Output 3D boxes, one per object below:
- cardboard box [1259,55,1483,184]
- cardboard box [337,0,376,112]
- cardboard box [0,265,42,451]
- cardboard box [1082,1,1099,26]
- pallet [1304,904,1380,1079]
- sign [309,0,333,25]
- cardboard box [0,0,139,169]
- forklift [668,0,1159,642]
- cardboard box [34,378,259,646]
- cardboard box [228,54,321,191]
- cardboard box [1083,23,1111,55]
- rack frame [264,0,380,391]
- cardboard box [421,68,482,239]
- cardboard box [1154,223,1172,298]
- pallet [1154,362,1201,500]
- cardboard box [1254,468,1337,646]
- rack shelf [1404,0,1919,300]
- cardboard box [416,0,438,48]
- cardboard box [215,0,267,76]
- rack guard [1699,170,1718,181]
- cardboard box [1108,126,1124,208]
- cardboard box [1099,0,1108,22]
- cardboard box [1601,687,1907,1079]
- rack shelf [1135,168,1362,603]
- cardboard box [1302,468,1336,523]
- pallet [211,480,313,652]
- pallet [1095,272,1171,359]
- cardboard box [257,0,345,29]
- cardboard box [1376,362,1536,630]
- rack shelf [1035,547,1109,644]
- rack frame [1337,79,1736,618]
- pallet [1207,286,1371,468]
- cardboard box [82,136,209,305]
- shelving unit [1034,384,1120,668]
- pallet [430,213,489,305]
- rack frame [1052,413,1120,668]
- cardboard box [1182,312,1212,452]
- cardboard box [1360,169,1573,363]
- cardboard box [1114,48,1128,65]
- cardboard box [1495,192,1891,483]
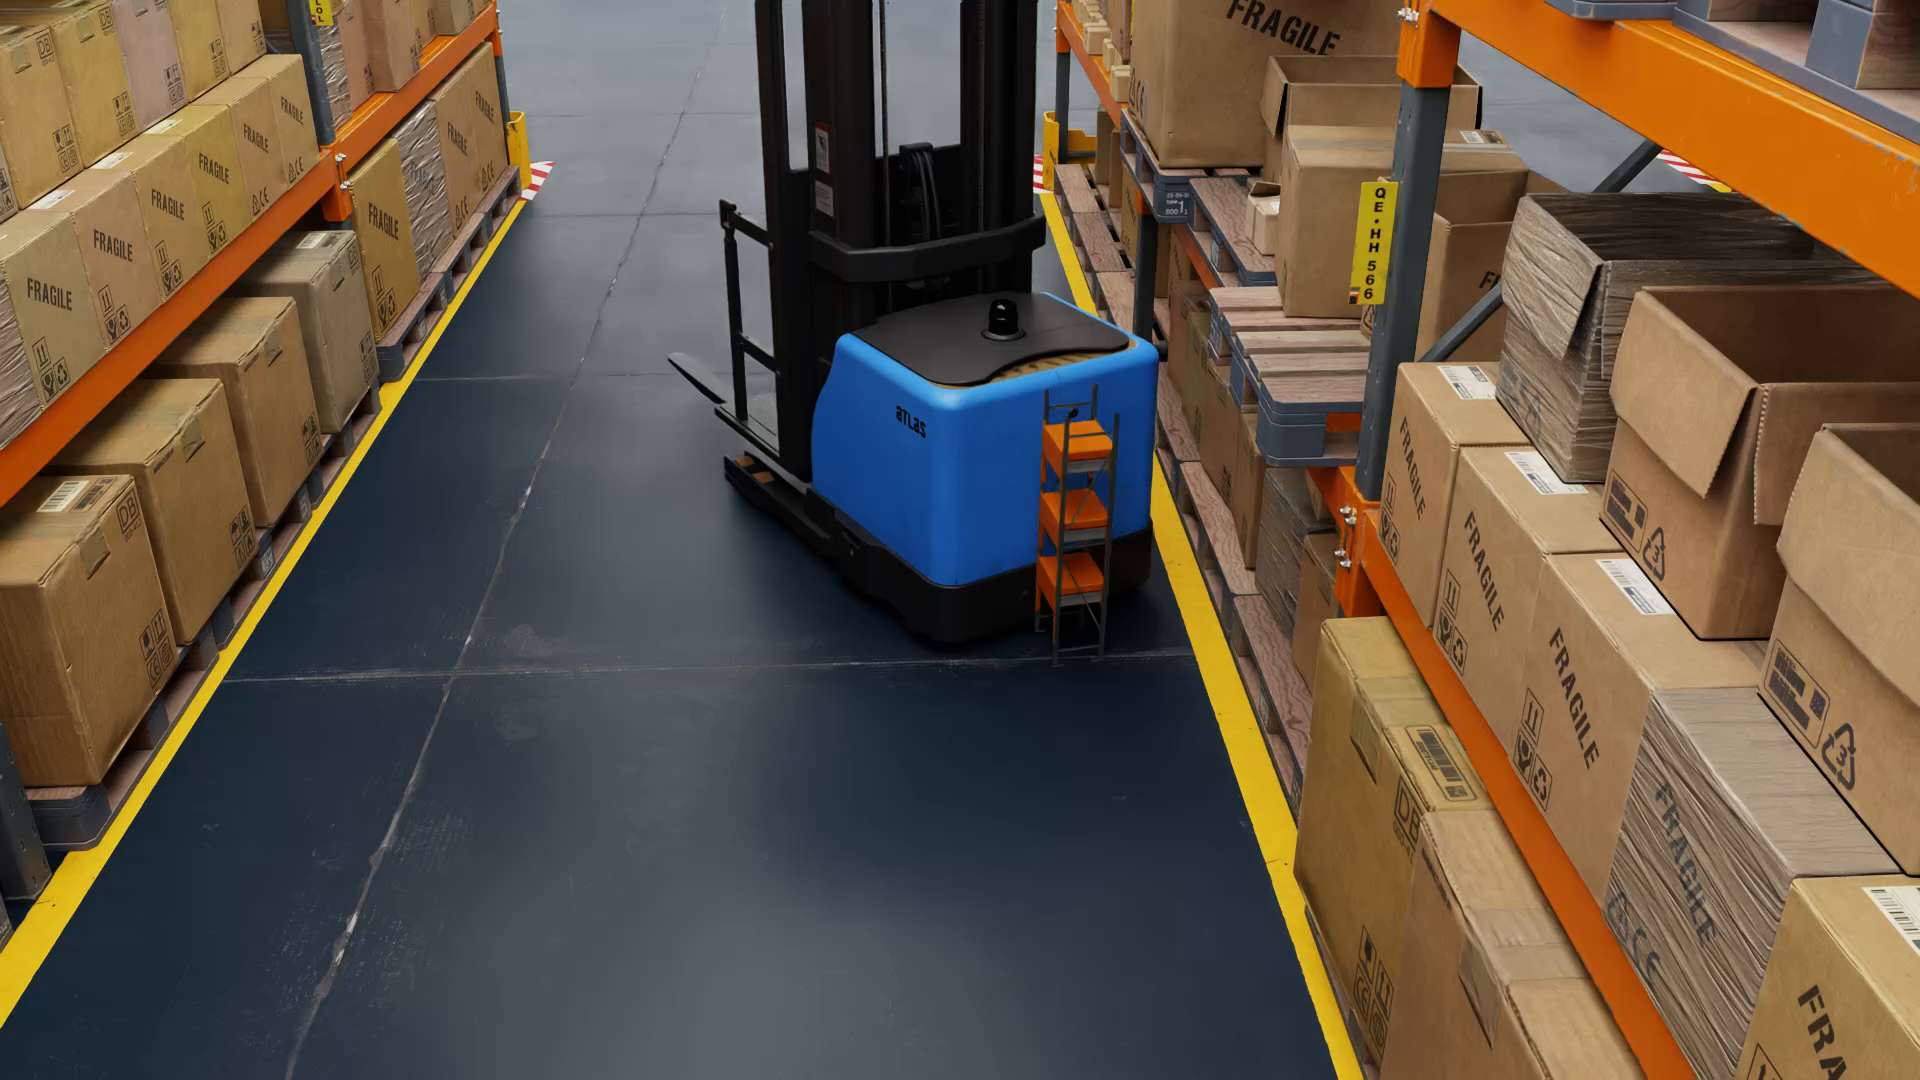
[{"bbox_3d":[1.589,-1.586,6.482,0.797,0.503,0.637,1,28,3],"label":"cardboard box"},{"bbox_3d":[-3.635,-2.570,8.771,0.875,0.550,0.550,-1,28,-3],"label":"cardboard box"},{"bbox_3d":[-3.097,-0.490,4.838,0.500,0.500,0.500,-1,28,-2],"label":"cardboard box"},{"bbox_3d":[1.000,-3.404,10.805,0.380,0.149,0.250,-1,28,-3],"label":"cardboard box"},{"bbox_3d":[1.581,1.297,4.535,1.003,0.211,1.213,-1,28,-3],"label":"pallet"},{"bbox_3d":[-3.011,-2.575,7.778,0.100,0.325,0.005,-1,28,-3],"label":"sign"},{"bbox_3d":[-3.441,-1.634,5.950,0.700,0.500,0.500,-2,28,-3],"label":"cardboard box"},{"bbox_3d":[-0.427,-1.547,7.047,1.130,2.935,3.031,-16,32,-28],"label":"forklift"},{"bbox_3d":[-3.334,-0.108,6.192,1.050,0.750,0.750,-1,28,-2],"label":"cardboard box"},{"bbox_3d":[-3.258,-1.889,7.521,0.500,0.500,0.500,-2,28,-3],"label":"cardboard box"},{"bbox_3d":[0.956,-3.056,10.137,0.380,0.149,0.250,-1,28,-3],"label":"cardboard box"},{"bbox_3d":[-3.552,-2.079,7.993,1.000,3.000,0.127,-1,28,-3],"label":"rack frame"},{"bbox_3d":[-3.612,-2.453,10.553,0.875,0.875,0.875,-2,28,-3],"label":"cardboard box"},{"bbox_3d":[1.388,-1.680,9.477,0.500,0.500,0.500,7,28,14],"label":"cardboard box"},{"bbox_3d":[1.448,-0.557,8.089,1.003,0.211,1.213,-1,28,-3],"label":"pallet"},{"bbox_3d":[1.518,0.043,6.151,0.700,0.500,0.500,-4,28,-7],"label":"cardboard box"},{"bbox_3d":[1.719,-0.393,2.294,1.077,0.370,4.000,-1,28,-3],"label":"rack shelf"},{"bbox_3d":[-3.742,-3.308,10.186,0.875,0.550,0.550,-1,28,-3],"label":"cardboard box"},{"bbox_3d":[-3.521,-2.338,7.300,0.700,0.500,0.500,-2,28,-4],"label":"cardboard box"},{"bbox_3d":[6.194,-2.977,12.418,1.175,0.500,0.348,-1,28,-3],"label":"rack guard"},{"bbox_3d":[1.279,-2.514,11.075,0.500,0.500,0.500,6,28,11],"label":"cardboard box"},{"bbox_3d":[1.327,-3.461,10.213,0.875,0.500,0.500,-1,28,-3],"label":"cardboard box"},{"bbox_3d":[1.452,0.587,2.773,0.500,0.500,0.500,-1,28,-2],"label":"cardboard box"},{"bbox_3d":[1.511,-0.910,6.529,1.077,0.370,4.000,-1,28,-3],"label":"rack shelf"},{"bbox_3d":[1.512,-0.278,5.956,0.500,0.250,0.500,2,28,3],"label":"cardboard box"},{"bbox_3d":[-3.370,0.076,6.876,1.003,0.211,1.213,-1,28,-3],"label":"pallet"},{"bbox_3d":[1.336,-1.225,9.371,1.003,0.211,1.213,-1,28,-3],"label":"pallet"},{"bbox_3d":[-3.537,-2.796,8.037,0.875,0.550,0.550,-1,28,-3],"label":"cardboard box"},{"bbox_3d":[1.369,-0.119,4.126,0.500,0.500,0.500,-1,28,-1],"label":"cardboard box"},{"bbox_3d":[0.423,0.209,6.325,0.215,0.259,0.240,-7,31,-13],"label":"rack shelf"},{"bbox_3d":[1.615,-0.305,4.592,1.000,3.000,0.127,-1,28,-3],"label":"rack frame"},{"bbox_3d":[1.471,-0.547,5.262,1.213,0.211,1.003,-1,28,-3],"label":"pallet"},{"bbox_3d":[-3.176,-1.188,6.176,0.500,0.500,0.500,-2,28,-3],"label":"cardboard box"},{"bbox_3d":[0.426,-0.040,6.179,0.215,1.050,0.252,-7,31,-13],"label":"shelving unit"},{"bbox_3d":[-3.581,-1.761,10.398,1.003,0.211,1.213,-1,28,-3],"label":"pallet"},{"bbox_3d":[0.456,0.020,6.077,0.200,1.050,0.008,-7,31,-13],"label":"rack frame"},{"bbox_3d":[1.423,-0.735,7.642,0.700,0.500,0.500,-2,28,-3],"label":"cardboard box"},{"bbox_3d":[1.547,-0.784,4.948,0.500,0.500,0.500,-5,28,-9],"label":"cardboard box"},{"bbox_3d":[1.086,-2.712,9.477,0.380,0.149,0.250,-1,28,-3],"label":"cardboard box"},{"bbox_3d":[1.637,-0.456,3.688,0.797,0.503,0.637,0,28,-1],"label":"cardboard box"}]
